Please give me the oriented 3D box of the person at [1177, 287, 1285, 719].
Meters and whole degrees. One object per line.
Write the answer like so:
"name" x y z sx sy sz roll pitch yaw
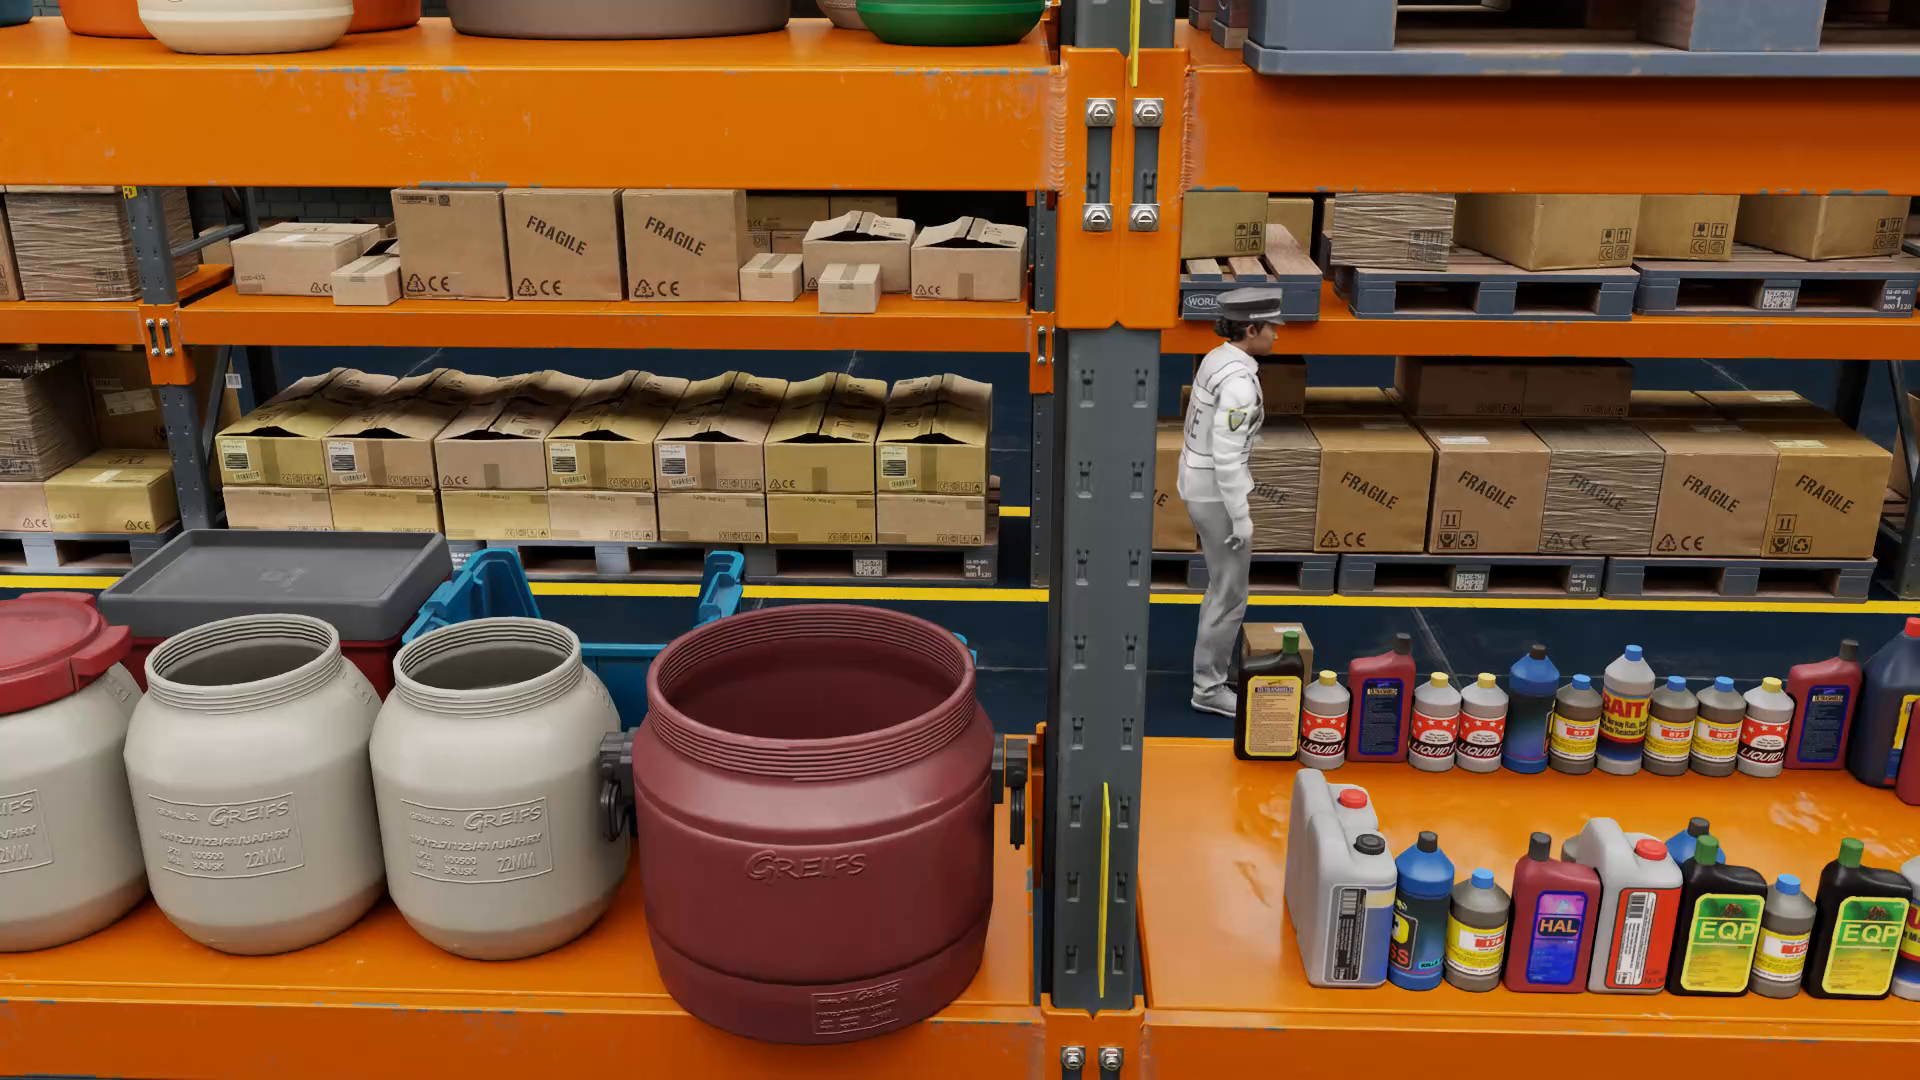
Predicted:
"person" 1.053 -0.158 6.488 0.404 1.663 0.530 1 21 2
